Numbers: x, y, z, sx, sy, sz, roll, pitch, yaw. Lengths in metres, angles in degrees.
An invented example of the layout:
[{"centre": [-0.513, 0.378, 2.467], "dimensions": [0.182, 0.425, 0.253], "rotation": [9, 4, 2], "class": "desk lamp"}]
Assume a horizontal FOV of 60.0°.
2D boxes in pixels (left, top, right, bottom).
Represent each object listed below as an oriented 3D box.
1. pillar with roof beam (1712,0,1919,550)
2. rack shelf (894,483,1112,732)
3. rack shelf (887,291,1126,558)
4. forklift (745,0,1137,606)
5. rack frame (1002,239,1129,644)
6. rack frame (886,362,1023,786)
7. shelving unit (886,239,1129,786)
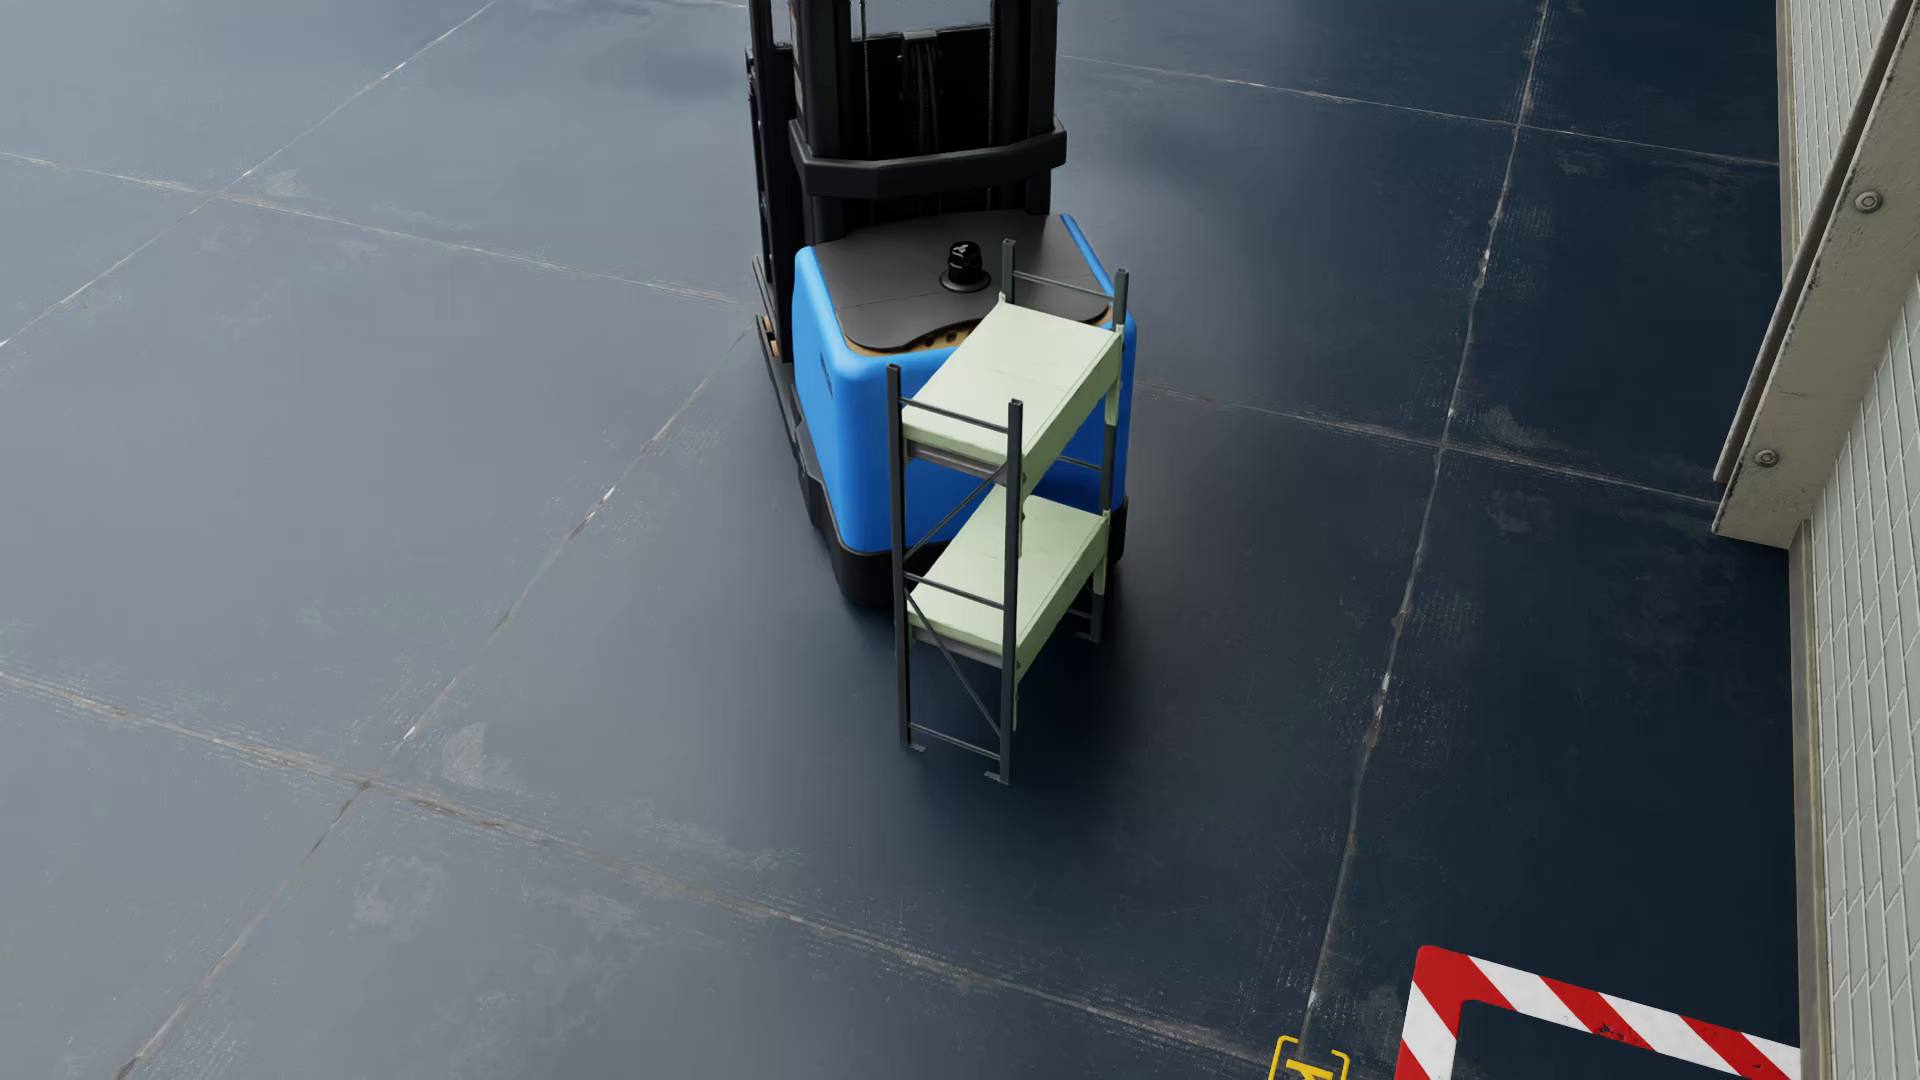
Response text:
[{"centre": [-0.993, -4.491, 4.580], "dimensions": [9.100, 9.000, 0.400], "rotation": [13, 42, 15], "class": "pillar with roof beam"}, {"centre": [0.148, 0.190, 5.374], "dimensions": [0.431, 0.370, 0.720], "rotation": [18, 44, 20], "class": "rack shelf"}, {"centre": [0.148, -0.355, 4.910], "dimensions": [0.431, 0.370, 0.720], "rotation": [18, 44, 20], "class": "rack shelf"}, {"centre": [-0.253, -1.847, 6.157], "dimensions": [1.130, 2.935, 3.031], "rotation": [-9, 41, -11], "class": "forklift"}, {"centre": [0.312, -0.271, 5.412], "dimensions": [0.400, 1.500, 0.023], "rotation": [18, 44, 20], "class": "rack frame"}, {"centre": [-0.017, 0.154, 4.914], "dimensions": [0.400, 1.500, 0.023], "rotation": [18, 44, 20], "class": "rack frame"}, {"centre": [0.148, -0.058, 5.163], "dimensions": [0.431, 1.500, 0.755], "rotation": [18, 44, 20], "class": "shelving unit"}]
